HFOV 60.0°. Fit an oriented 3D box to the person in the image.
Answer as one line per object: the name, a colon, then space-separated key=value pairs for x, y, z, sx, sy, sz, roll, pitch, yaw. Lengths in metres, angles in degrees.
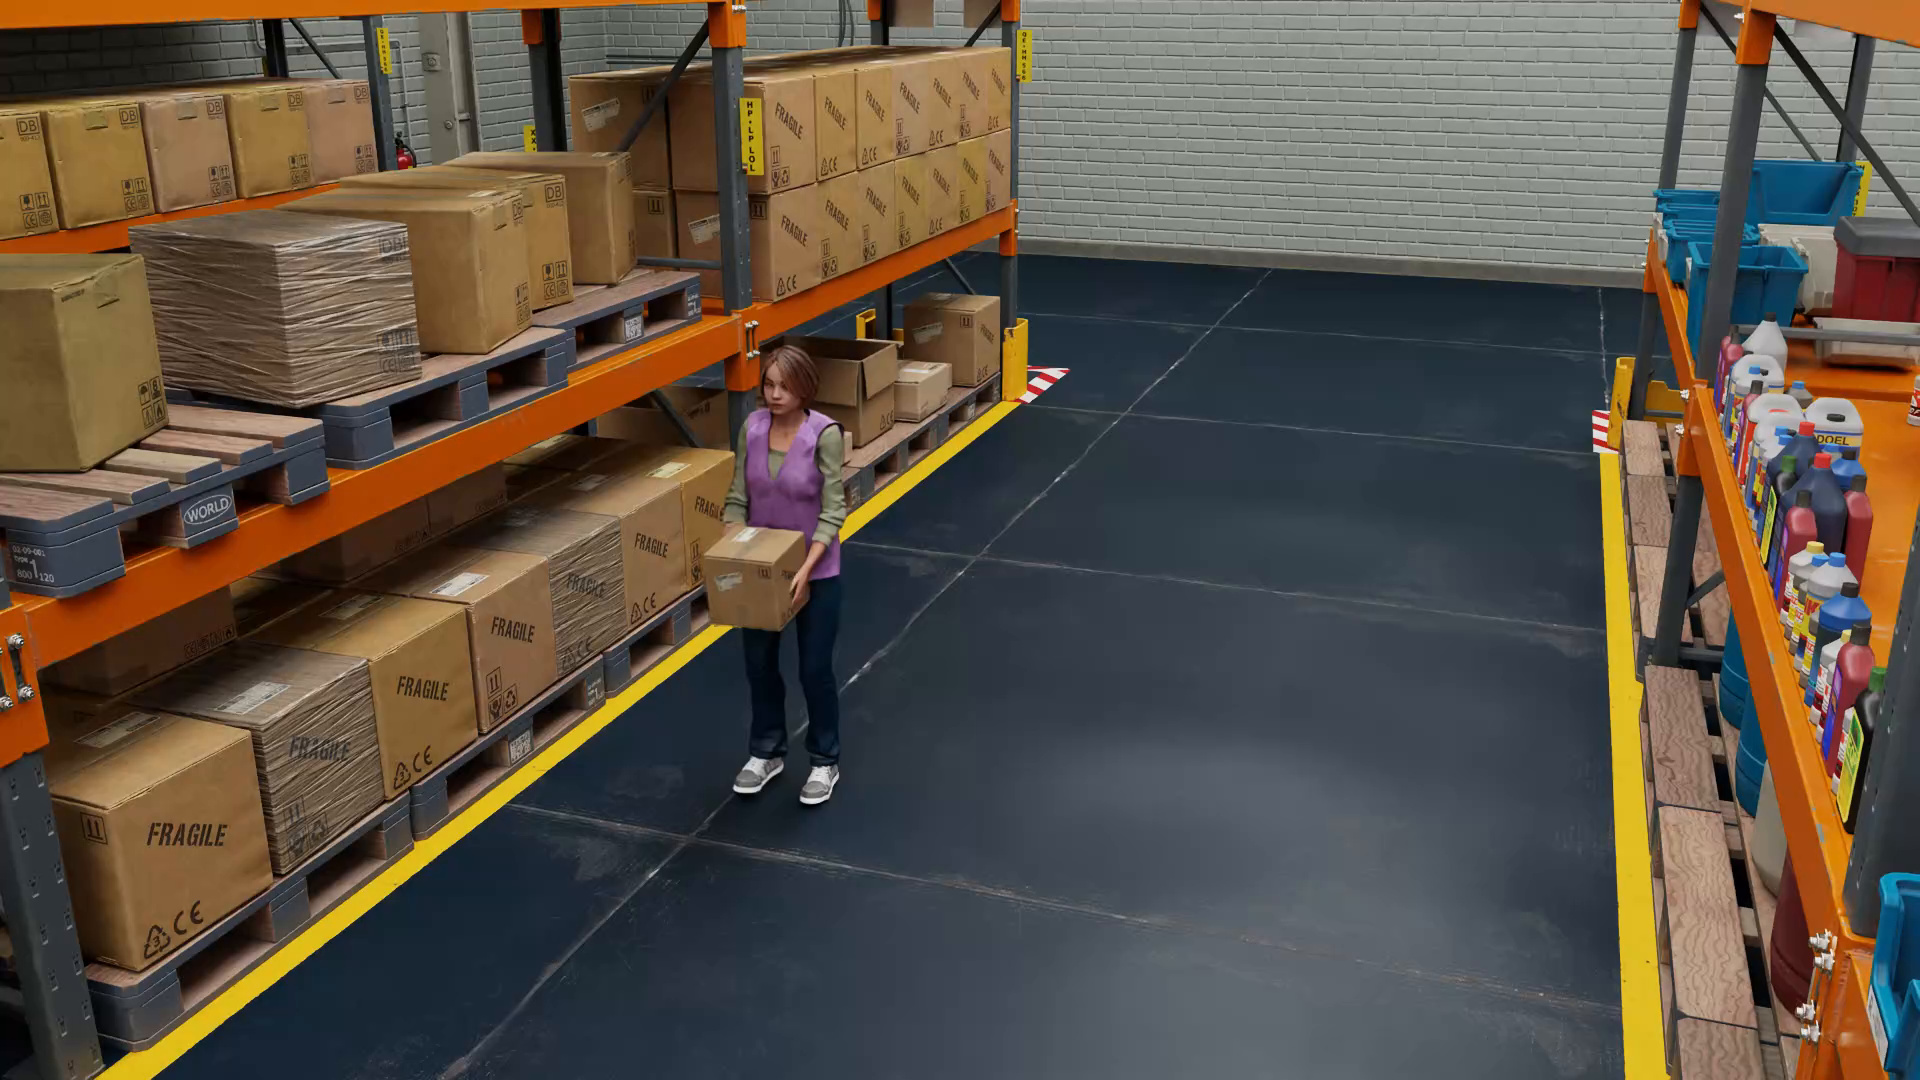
person: x=-0.585 y=0.240 z=5.750 sx=0.442 sy=1.354 sz=0.325 roll=6 pitch=20 yaw=18
